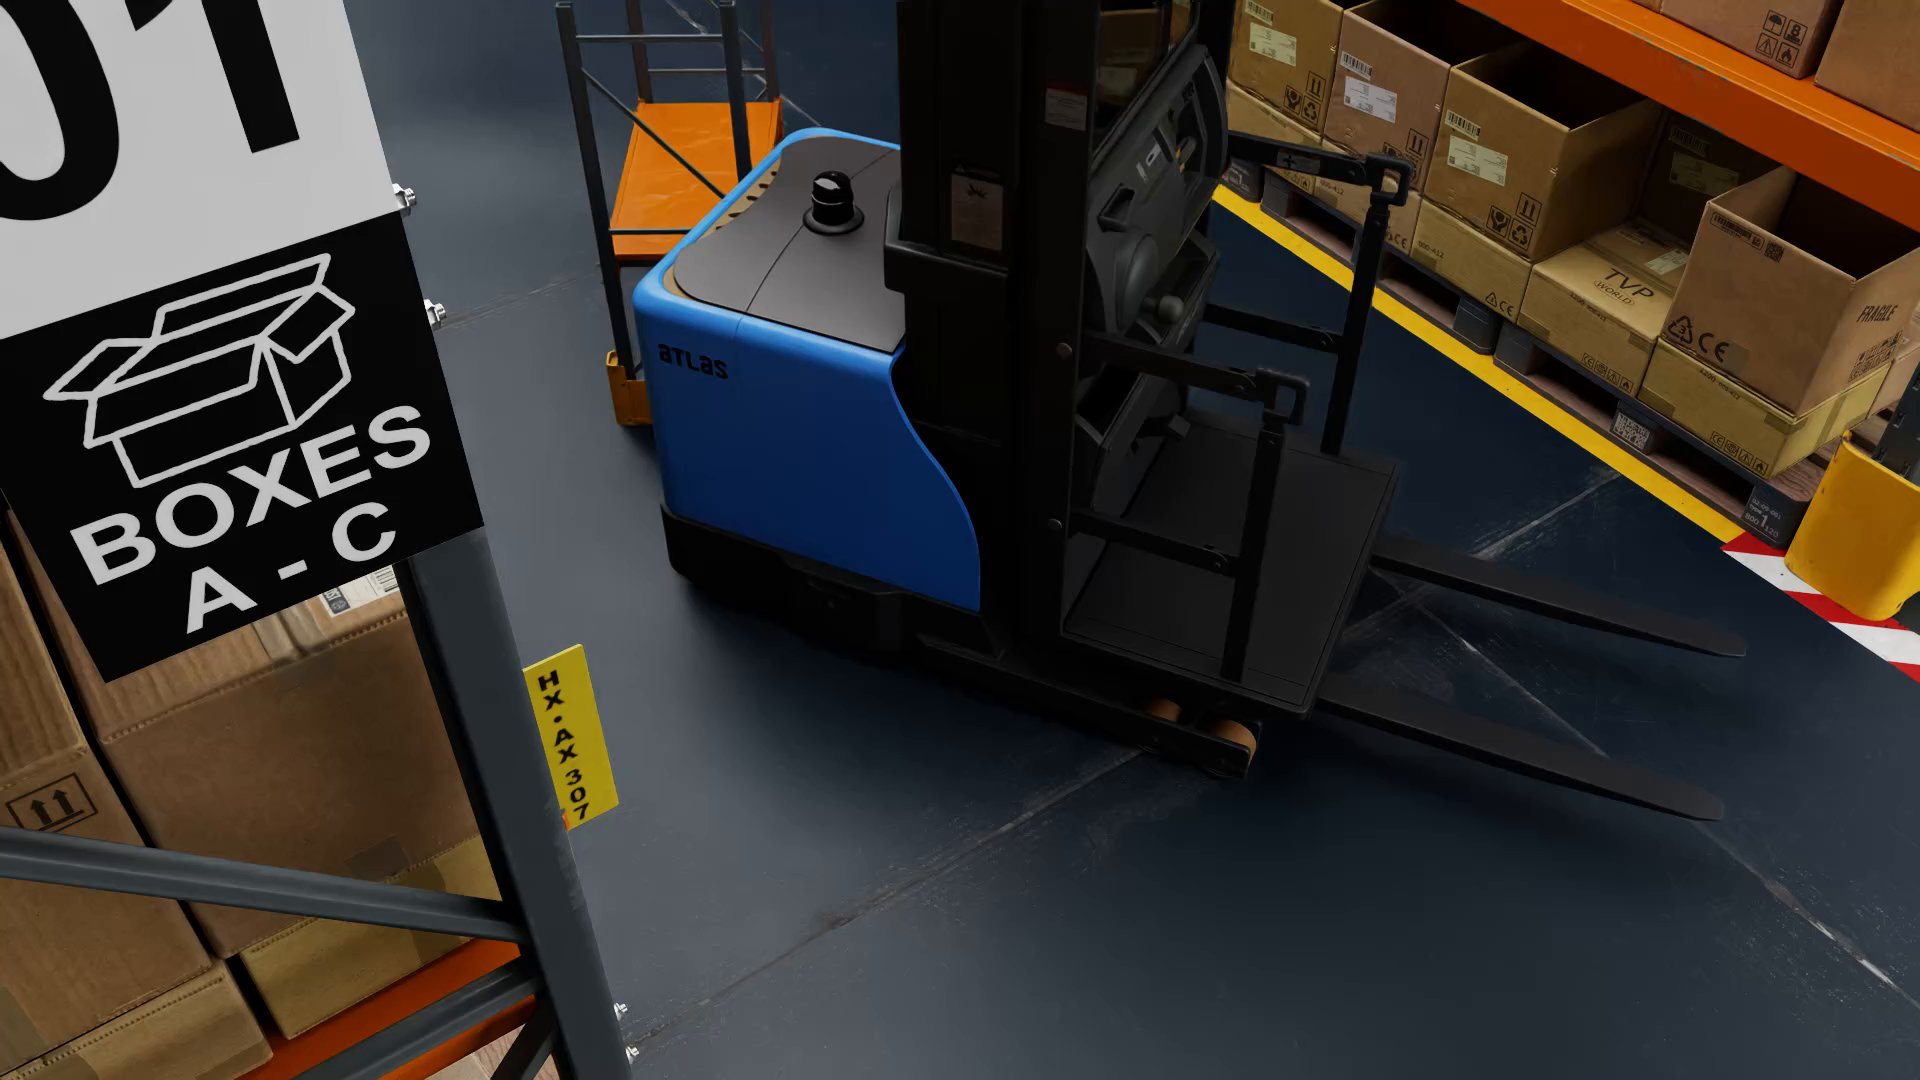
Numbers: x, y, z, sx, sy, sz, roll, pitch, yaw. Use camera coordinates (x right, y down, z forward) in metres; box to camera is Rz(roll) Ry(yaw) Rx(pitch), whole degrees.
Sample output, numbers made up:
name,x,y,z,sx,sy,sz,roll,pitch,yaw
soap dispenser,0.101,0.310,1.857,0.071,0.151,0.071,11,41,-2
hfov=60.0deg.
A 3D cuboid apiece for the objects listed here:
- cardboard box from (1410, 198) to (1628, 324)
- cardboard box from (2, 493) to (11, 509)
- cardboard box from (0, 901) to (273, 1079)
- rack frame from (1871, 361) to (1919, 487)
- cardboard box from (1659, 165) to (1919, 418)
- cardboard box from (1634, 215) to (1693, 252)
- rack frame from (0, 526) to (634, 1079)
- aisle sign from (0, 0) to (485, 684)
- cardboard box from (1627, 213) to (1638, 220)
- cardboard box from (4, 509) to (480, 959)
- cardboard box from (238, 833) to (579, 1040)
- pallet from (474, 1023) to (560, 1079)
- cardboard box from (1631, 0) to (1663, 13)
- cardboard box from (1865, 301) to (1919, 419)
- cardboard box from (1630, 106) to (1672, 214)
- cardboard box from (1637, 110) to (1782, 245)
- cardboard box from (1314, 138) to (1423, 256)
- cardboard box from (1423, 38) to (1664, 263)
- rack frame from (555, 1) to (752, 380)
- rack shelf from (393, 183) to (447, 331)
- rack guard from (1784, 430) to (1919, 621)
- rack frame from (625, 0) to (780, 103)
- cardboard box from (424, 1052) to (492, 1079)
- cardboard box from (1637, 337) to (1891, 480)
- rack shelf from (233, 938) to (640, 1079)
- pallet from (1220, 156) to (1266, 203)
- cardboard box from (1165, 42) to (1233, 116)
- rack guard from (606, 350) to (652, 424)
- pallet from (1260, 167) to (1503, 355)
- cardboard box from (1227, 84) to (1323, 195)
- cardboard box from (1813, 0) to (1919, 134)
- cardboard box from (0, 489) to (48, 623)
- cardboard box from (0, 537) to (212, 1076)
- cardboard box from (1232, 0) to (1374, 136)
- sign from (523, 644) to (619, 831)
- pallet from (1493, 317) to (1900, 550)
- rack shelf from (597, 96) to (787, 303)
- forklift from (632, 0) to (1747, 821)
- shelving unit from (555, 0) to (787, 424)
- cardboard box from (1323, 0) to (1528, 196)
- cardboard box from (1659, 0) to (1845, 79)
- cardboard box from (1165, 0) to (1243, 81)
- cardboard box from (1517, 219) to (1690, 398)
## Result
name,x,y,z,sx,sy,sz,roll,pitch,yaw
cardboard box,1.969,-1.069,5.885,0.500,0.250,0.500,-26,49,-24
cardboard box,-1.260,-0.102,2.736,0.500,0.500,0.500,-26,49,-24
cardboard box,-1.385,0.654,2.487,0.500,0.250,0.500,-25,49,-24
rack frame,3.102,-1.164,4.297,1.000,3.000,0.127,-26,49,-24
cardboard box,2.551,-0.779,5.038,0.500,0.500,0.500,-26,49,-24
cardboard box,2.689,-0.995,5.807,0.500,0.250,0.500,-26,49,-24
rack frame,-0.956,0.793,2.247,0.949,2.616,0.053,-26,49,-24
aisle sign,-0.672,-0.223,1.429,0.394,0.787,0.004,-26,49,-24
cardboard box,2.403,-1.278,6.104,0.500,0.250,0.500,-26,49,-24
cardboard box,-0.986,0.181,2.439,0.500,0.500,0.500,-26,49,-24
cardboard box,-0.978,0.440,2.711,0.500,0.250,0.500,-27,50,-26
pallet,-1.438,1.286,3.750,1.003,0.211,1.213,-26,49,-24
cardboard box,2.262,-2.049,5.151,0.700,0.500,0.500,-25,49,-24
cardboard box,2.978,-0.713,5.512,0.500,0.250,0.500,-26,49,-24
cardboard box,2.393,-1.545,5.840,0.500,0.500,0.500,-26,49,-24
cardboard box,2.690,-1.267,5.549,0.500,0.500,0.500,-26,49,-24
cardboard box,1.685,-1.353,6.182,0.500,0.250,0.500,-26,49,-24
cardboard box,1.967,-1.340,5.625,0.500,0.500,0.500,-26,49,-24
rack frame,-0.879,-0.956,5.165,0.500,1.500,0.032,-1,44,-1
rack shelf,-2.103,-1.163,2.644,1.077,0.370,4.000,-26,49,-24
rack guard,3.116,-0.246,5.146,1.175,0.500,0.348,-26,49,-24
rack frame,-0.897,-1.658,5.900,0.500,1.500,0.032,-1,44,-1
cardboard box,-1.281,1.181,3.469,0.500,0.311,0.500,-31,52,-29
cardboard box,2.553,-0.509,5.298,0.500,0.250,0.500,-26,49,-24
rack shelf,-2.103,-0.078,3.680,1.077,0.370,4.000,-26,49,-24
pallet,1.234,-1.954,7.144,1.003,0.211,1.213,-26,49,-24
cardboard box,1.112,-1.919,6.775,0.500,0.250,0.500,-26,49,-24
rack guard,-0.879,-0.517,5.611,0.587,0.250,0.087,-1,44,-1
pallet,1.936,-1.263,6.420,1.003,0.211,1.213,-26,49,-24
cardboard box,1.394,-1.634,6.477,0.500,0.250,0.500,-26,49,-24
cardboard box,2.845,-1.470,4.545,0.700,0.500,0.500,-26,49,-24
cardboard box,-1.683,0.099,2.526,0.500,0.500,0.500,-25,49,-24
cardboard box,-1.403,0.388,2.223,0.500,0.500,0.500,-26,50,-25
cardboard box,1.394,-1.906,6.218,0.500,0.500,0.500,-26,49,-24
sign,-0.514,0.267,2.171,0.100,0.325,0.005,-26,49,-24
pallet,2.630,-0.572,5.696,1.003,0.211,1.213,-26,49,-24
rack shelf,-0.888,-1.177,5.657,0.538,0.185,1.000,-1,44,-1
forklift,0.672,-0.830,3.997,3.031,2.935,1.130,17,46,17
shelving unit,-0.888,-1.313,5.539,0.587,1.500,1.083,-1,44,-1
cardboard box,1.682,-1.623,5.922,0.500,0.500,0.500,-26,49,-24
cardboard box,2.541,-1.765,4.855,0.700,0.500,0.500,-24,49,-23
cardboard box,1.115,-2.192,6.518,0.500,0.500,0.500,-26,49,-24
cardboard box,2.257,-0.787,5.589,0.500,0.250,0.500,-26,49,-24
